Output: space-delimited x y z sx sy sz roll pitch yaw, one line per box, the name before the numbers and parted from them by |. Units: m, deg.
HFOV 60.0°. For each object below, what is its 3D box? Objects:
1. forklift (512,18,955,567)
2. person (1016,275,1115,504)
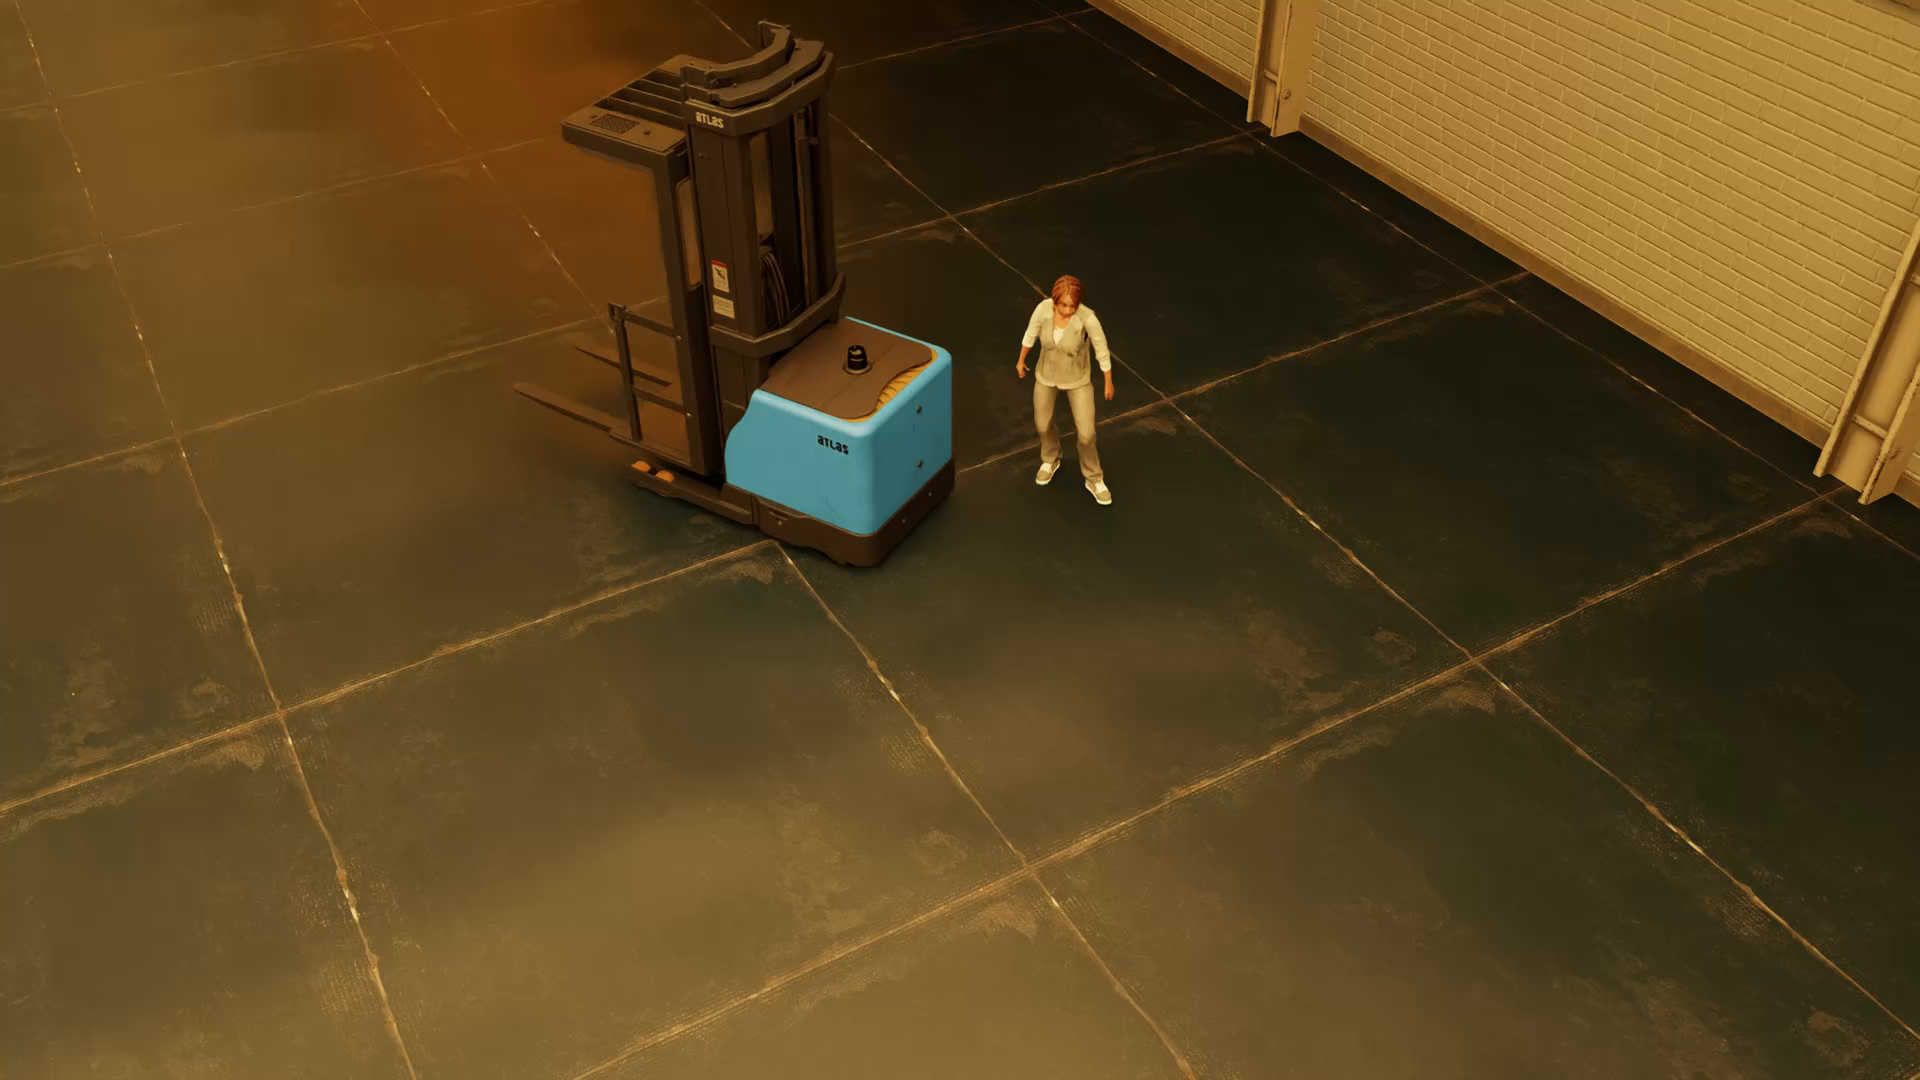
forklift | -1.560 -1.672 10.052 3.031 2.935 1.130 21 44 24
person | 0.671 -0.977 10.293 0.728 1.570 0.381 14 42 16
